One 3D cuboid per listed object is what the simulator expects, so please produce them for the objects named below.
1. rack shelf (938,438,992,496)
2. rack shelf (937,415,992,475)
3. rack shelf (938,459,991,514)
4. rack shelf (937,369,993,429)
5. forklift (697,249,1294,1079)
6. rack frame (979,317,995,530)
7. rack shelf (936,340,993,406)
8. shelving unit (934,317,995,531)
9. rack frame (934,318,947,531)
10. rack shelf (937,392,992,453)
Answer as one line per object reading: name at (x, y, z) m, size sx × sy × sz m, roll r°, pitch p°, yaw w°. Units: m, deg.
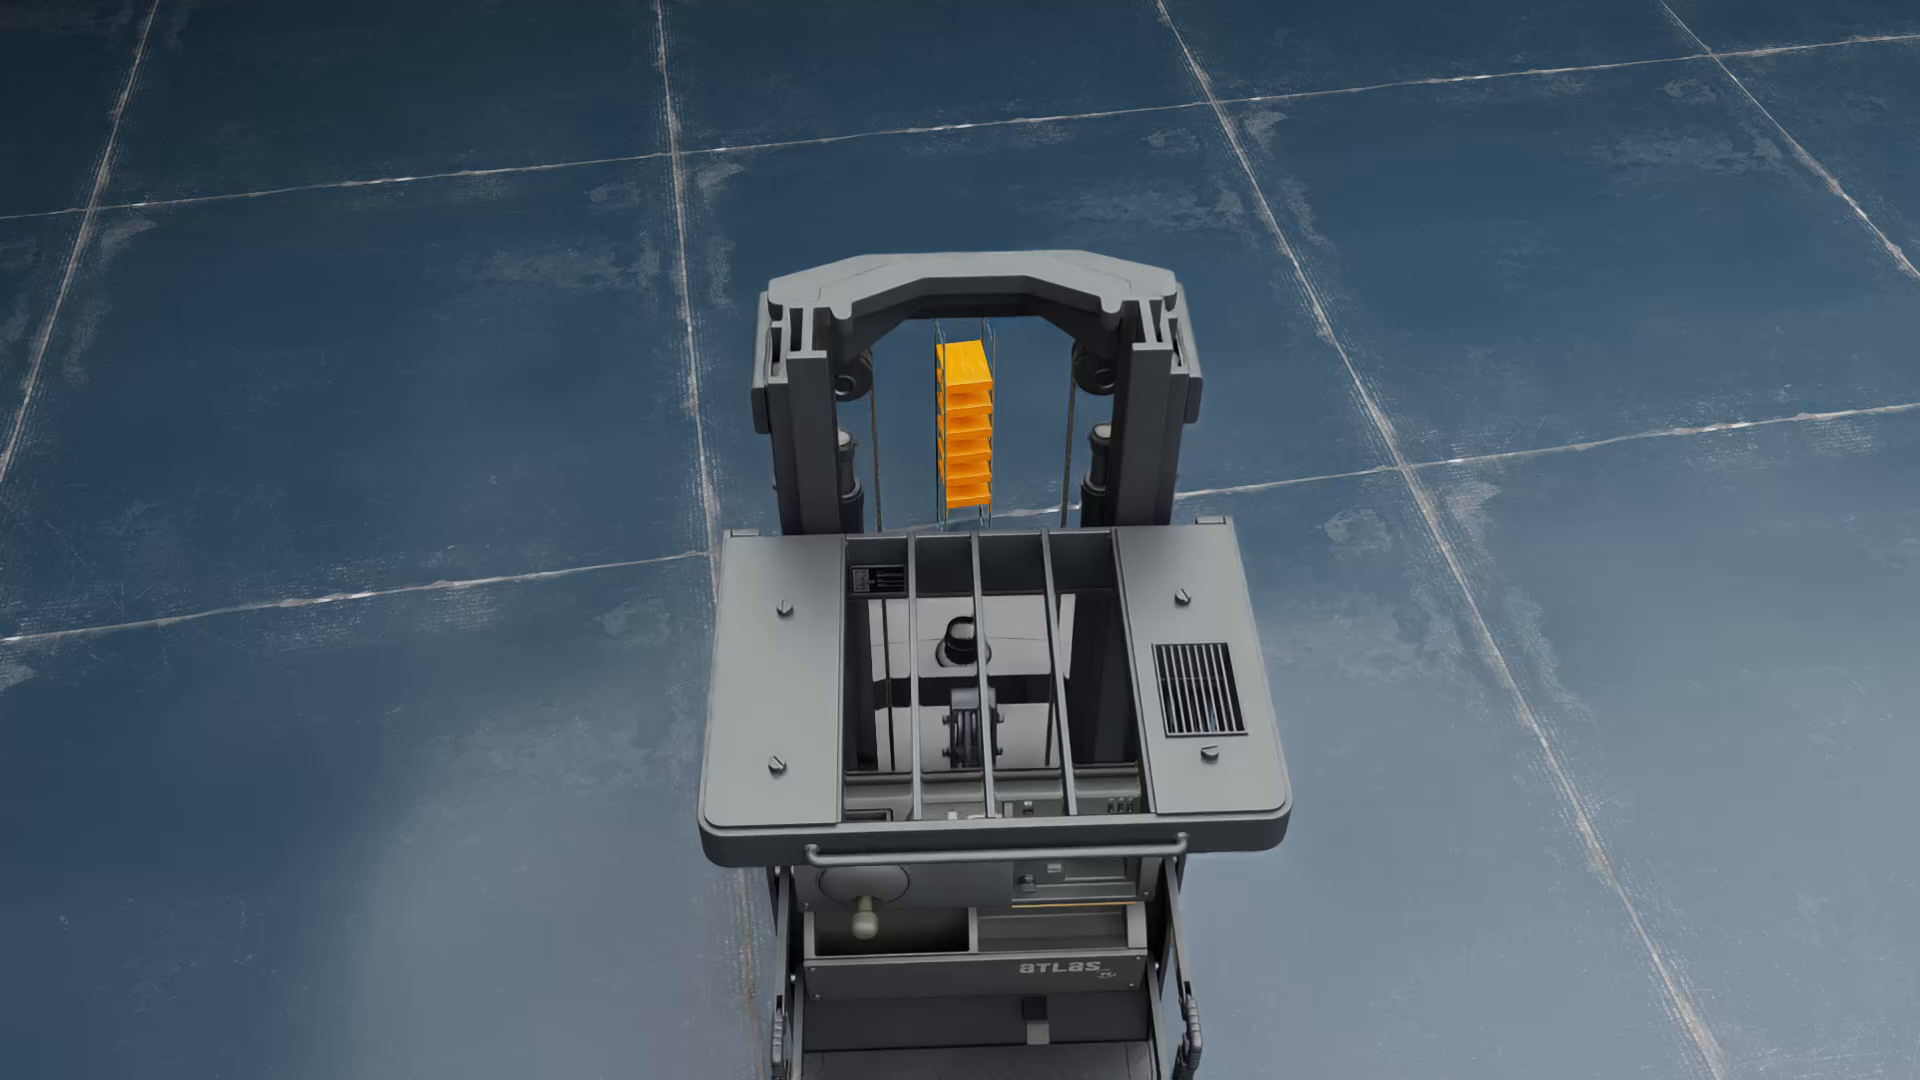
rack shelf at (0.014, -0.304, 6.631) m, size 0.180 × 0.103 × 0.258 m, roll -7°, pitch 46°, yaw -7°
rack shelf at (0.014, -0.387, 6.545) m, size 0.180 × 0.103 × 0.258 m, roll -7°, pitch 46°, yaw -7°
rack shelf at (0.014, -0.221, 6.718) m, size 0.180 × 0.103 × 0.258 m, roll -7°, pitch 46°, yaw -7°
rack shelf at (0.014, -0.554, 6.372) m, size 0.180 × 0.103 × 0.258 m, roll -7°, pitch 46°, yaw -7°
forklift at (0.051, 0.895, 4.045) m, size 1.130 × 2.935 × 3.031 m, roll -2°, pitch 46°, yaw -1°
rack frame at (0.104, -0.429, 6.524) m, size 0.006 × 1.200 × 0.240 m, roll -7°, pitch 46°, yaw -7°
rack shelf at (0.014, -0.637, 6.286) m, size 0.180 × 0.103 × 0.258 m, roll -7°, pitch 46°, yaw -7°
shelving unit at (0.014, -0.418, 6.513) m, size 0.189 × 1.200 × 0.258 m, roll -7°, pitch 46°, yaw -7°
rack frame at (-0.076, -0.407, 6.502) m, size 0.006 × 1.200 × 0.240 m, roll -7°, pitch 46°, yaw -7°
rack shelf at (0.014, -0.471, 6.458) m, size 0.180 × 0.103 × 0.258 m, roll -7°, pitch 46°, yaw -7°
